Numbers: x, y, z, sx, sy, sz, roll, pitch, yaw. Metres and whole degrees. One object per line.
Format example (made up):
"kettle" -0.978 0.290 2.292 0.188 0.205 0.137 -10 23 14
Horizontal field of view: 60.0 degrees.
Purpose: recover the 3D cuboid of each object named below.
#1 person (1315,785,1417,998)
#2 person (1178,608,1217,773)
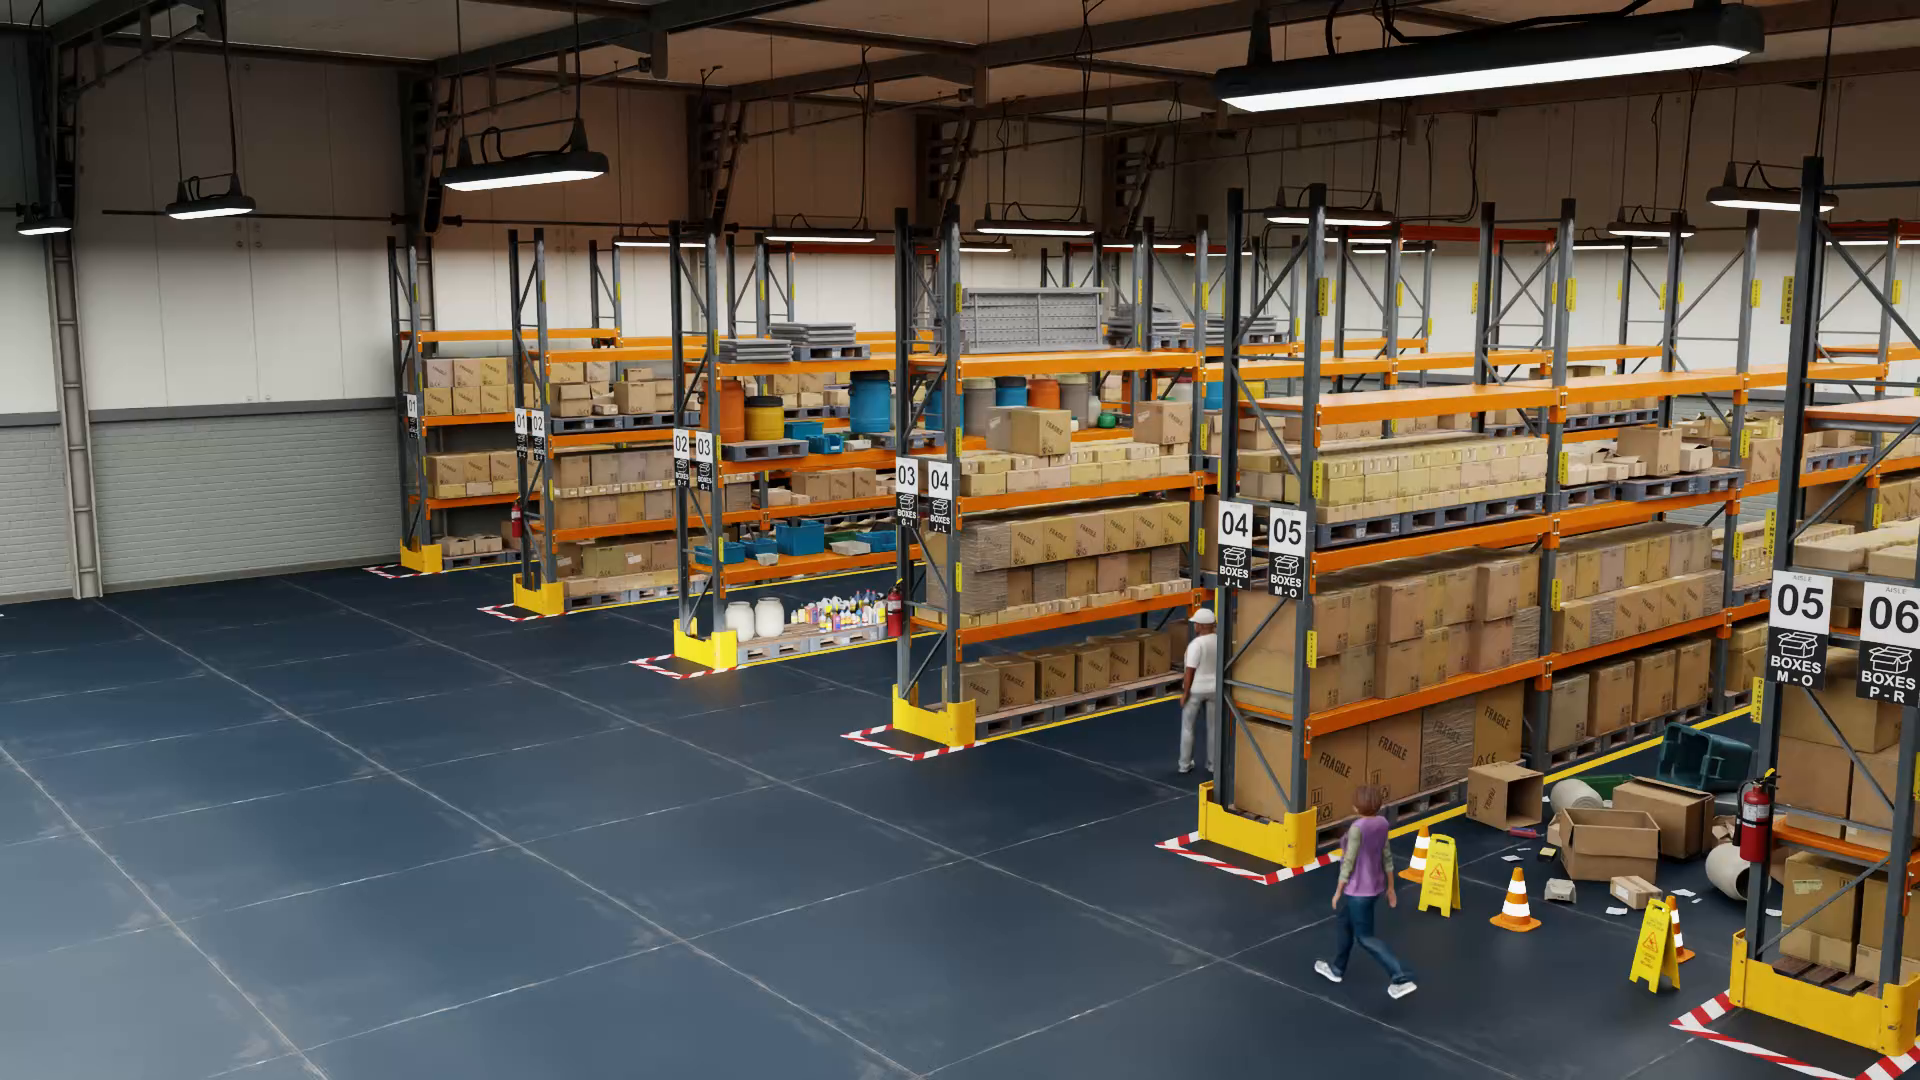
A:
"person" 2.948 2.549 12.091 0.901 1.559 0.408 7 11 37
"person" 2.584 1.599 17.652 0.573 1.780 0.423 -3 9 -17
